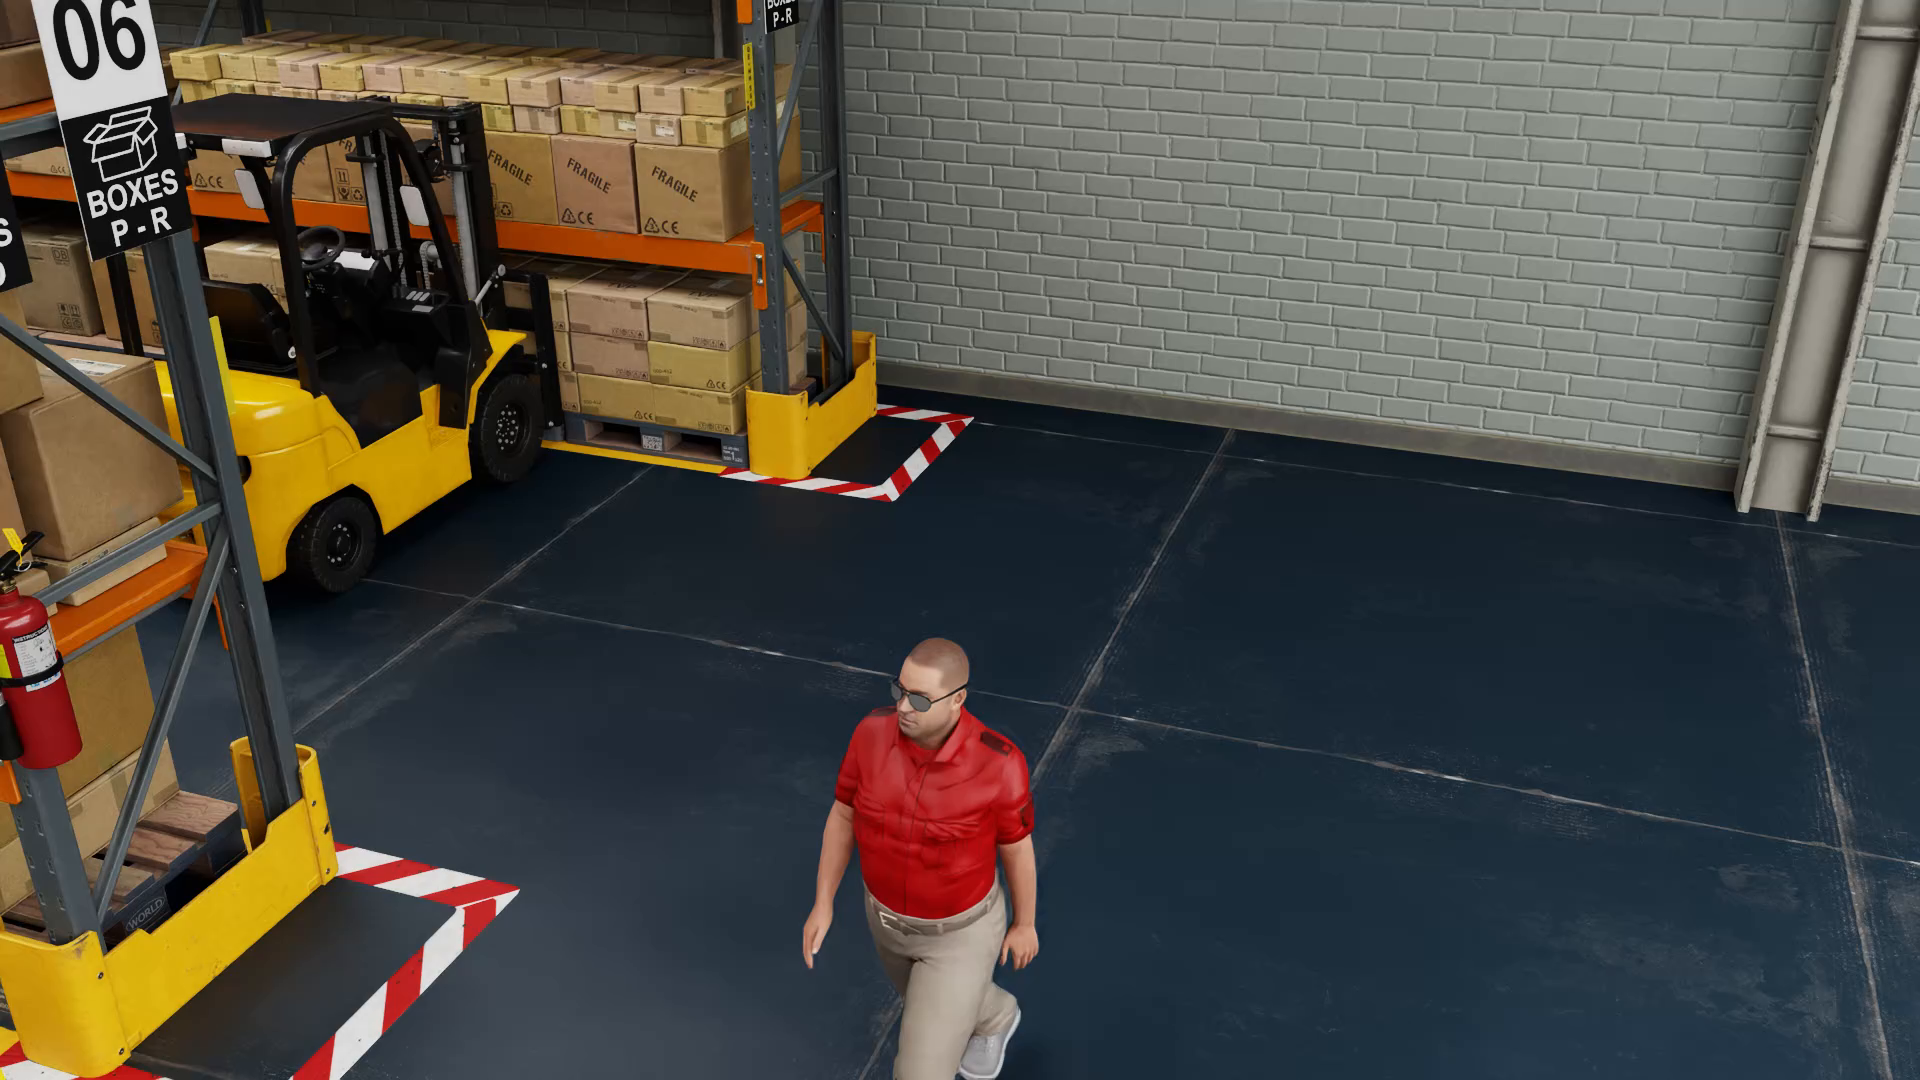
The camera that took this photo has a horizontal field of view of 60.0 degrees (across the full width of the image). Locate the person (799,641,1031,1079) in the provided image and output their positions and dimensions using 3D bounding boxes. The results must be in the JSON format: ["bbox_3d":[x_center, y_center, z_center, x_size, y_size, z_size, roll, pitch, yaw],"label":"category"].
[{"bbox_3d":[-0.116,1.022,4.495,0.552,1.674,1.047,16,30,30],"label":"person"}]
